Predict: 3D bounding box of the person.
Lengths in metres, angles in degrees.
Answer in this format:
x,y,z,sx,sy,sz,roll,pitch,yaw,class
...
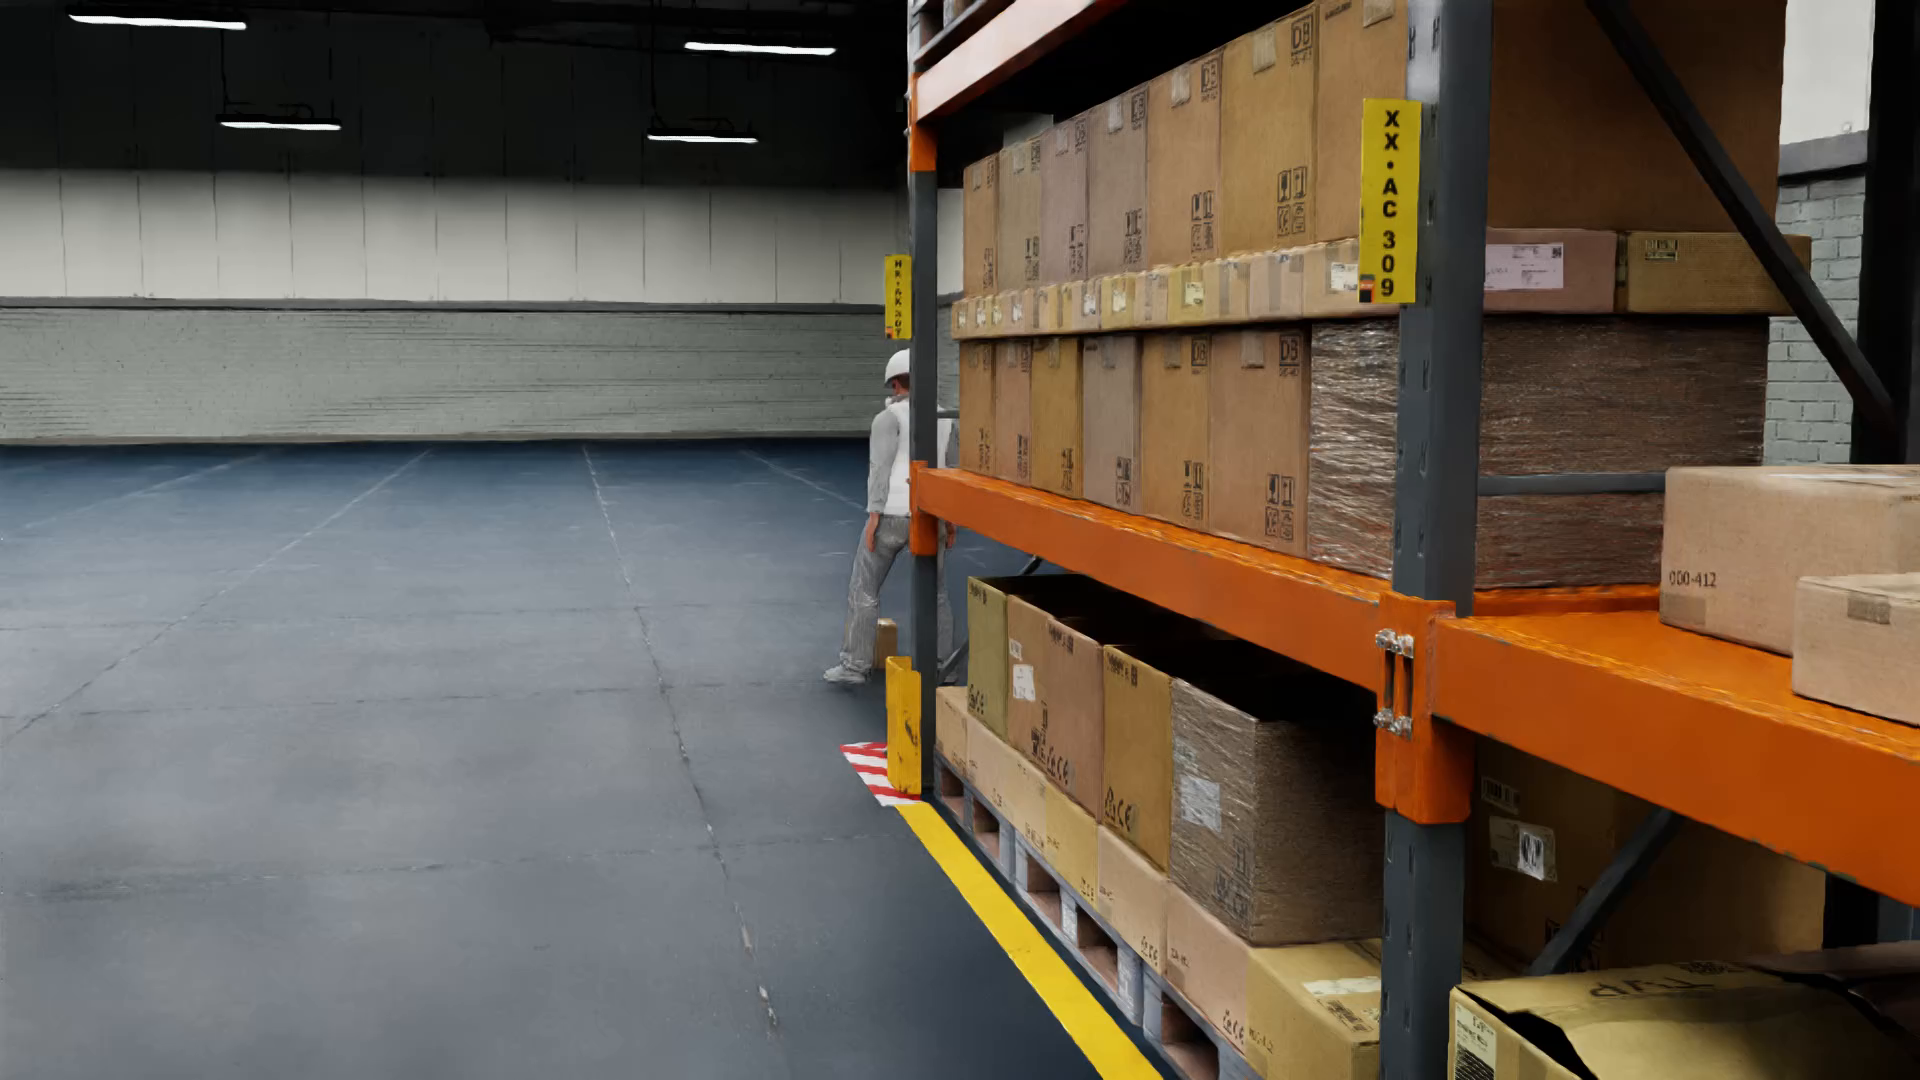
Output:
x,y,z,sx,sy,sz,roll,pitch,yaw,class
-0.339,-0.119,8.765,0.689,1.763,0.474,-4,7,-36,person
